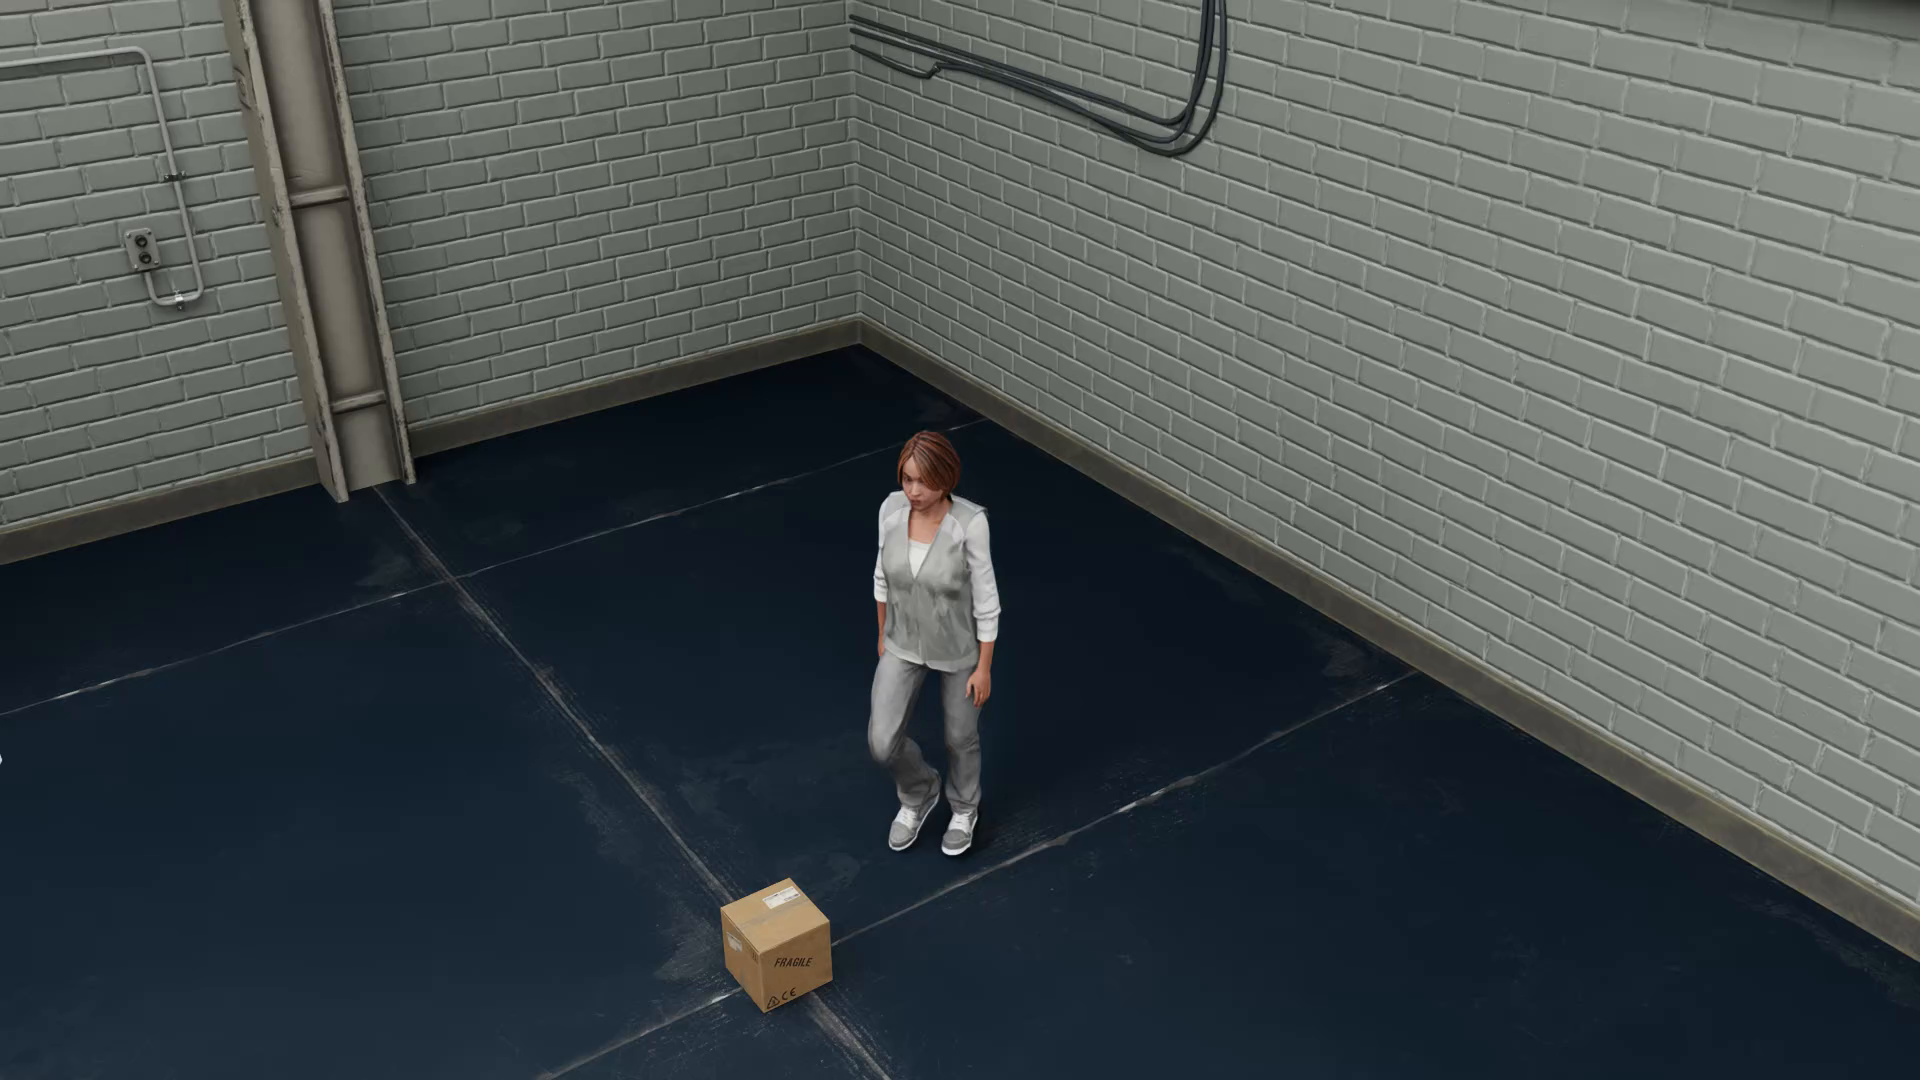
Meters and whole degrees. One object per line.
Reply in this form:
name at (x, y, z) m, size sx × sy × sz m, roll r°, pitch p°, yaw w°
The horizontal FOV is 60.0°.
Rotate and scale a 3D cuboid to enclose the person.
person at (-0.079, 0.370, 5.427) m, size 0.445 × 1.590 × 0.447 m, roll 7°, pitch 30°, yaw 13°
